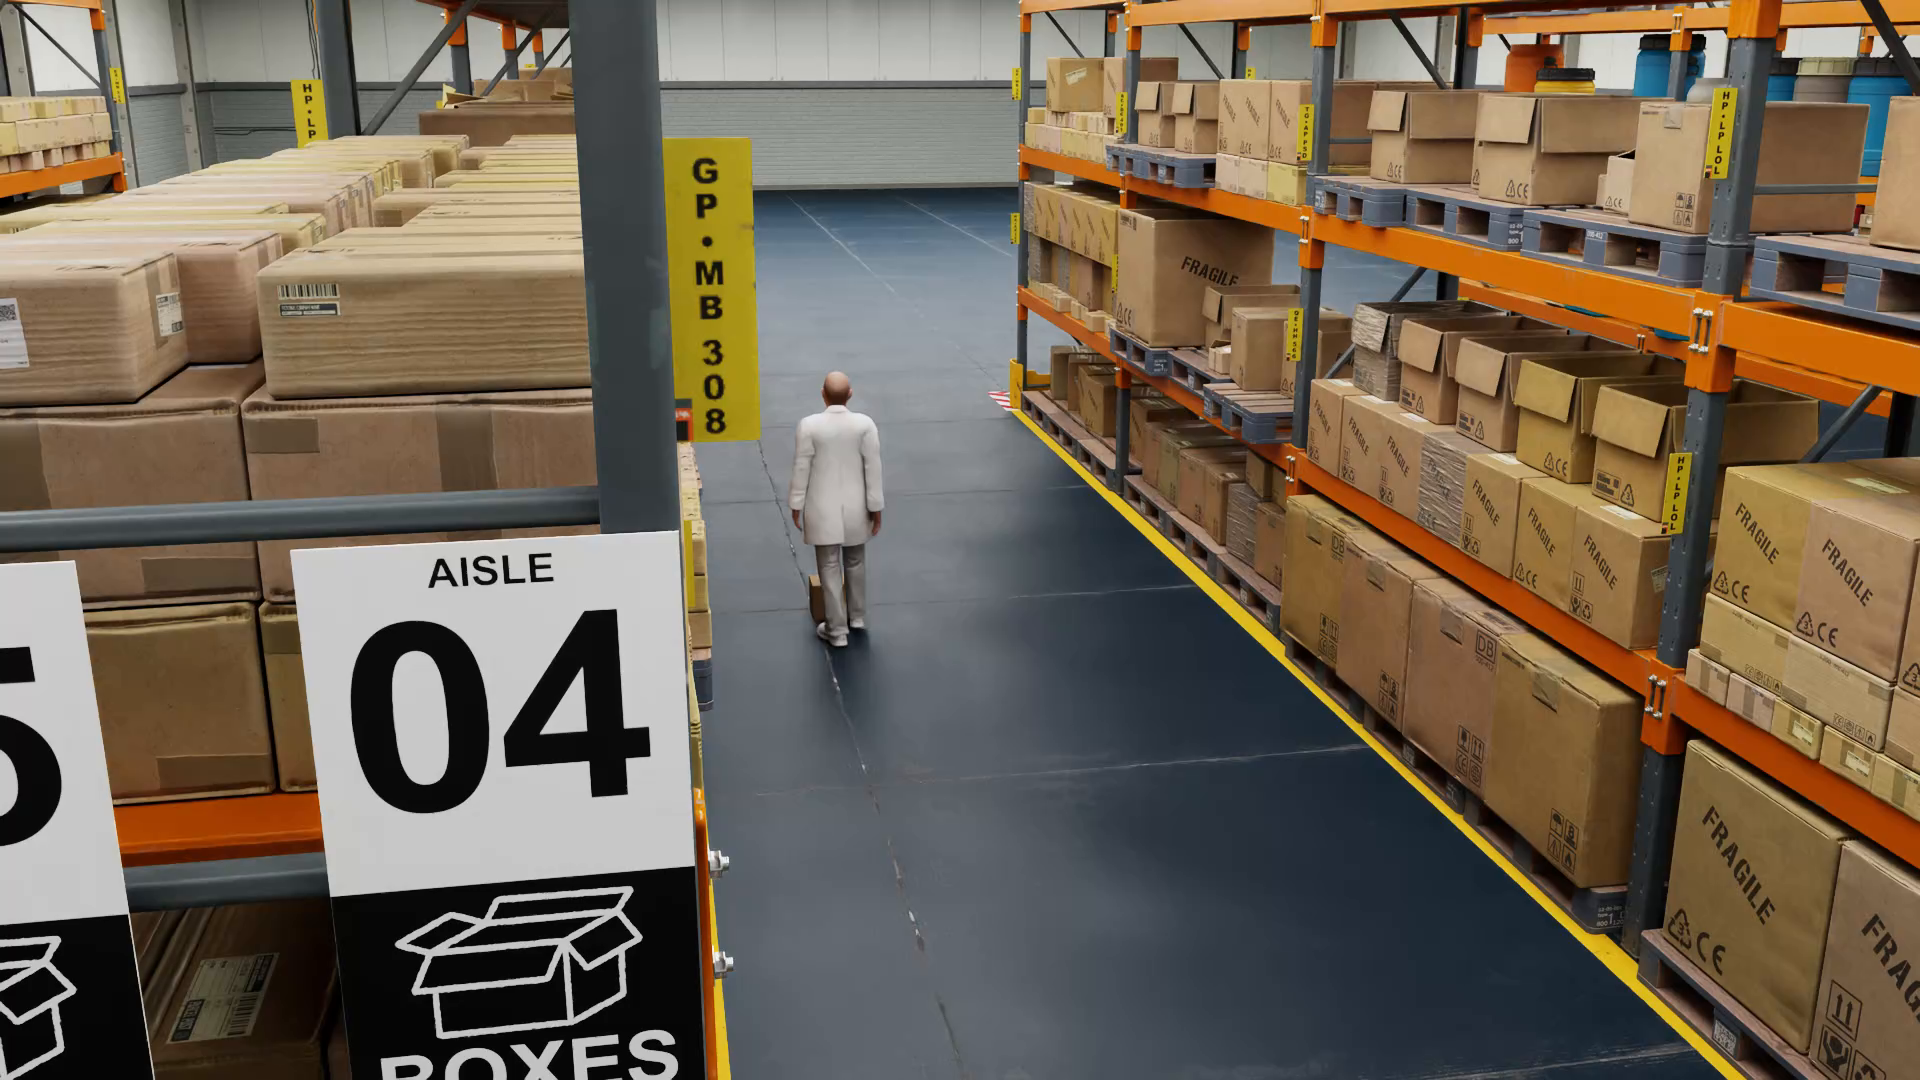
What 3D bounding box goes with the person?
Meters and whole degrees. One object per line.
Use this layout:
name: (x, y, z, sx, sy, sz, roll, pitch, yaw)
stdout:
person: (-0.845, -0.242, 10.862, 0.602, 1.771, 0.705, -5, 17, -16)
